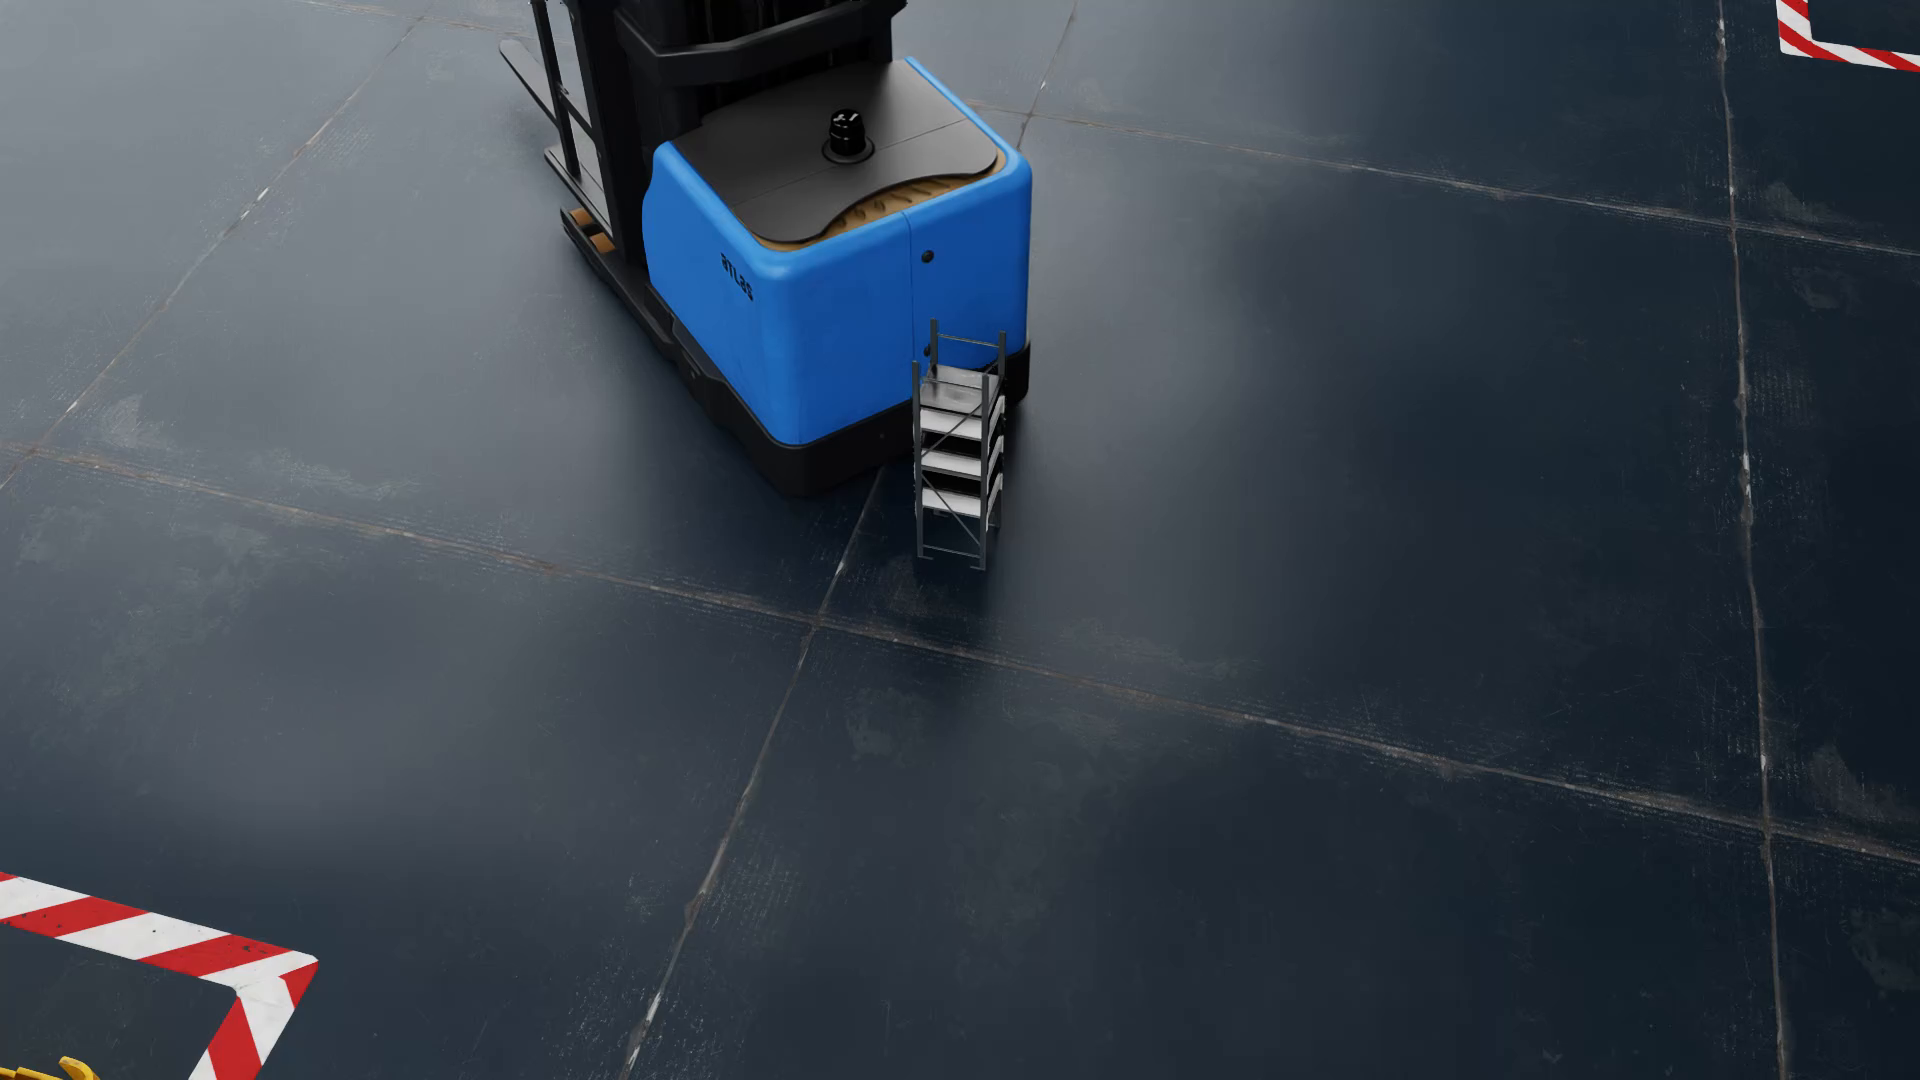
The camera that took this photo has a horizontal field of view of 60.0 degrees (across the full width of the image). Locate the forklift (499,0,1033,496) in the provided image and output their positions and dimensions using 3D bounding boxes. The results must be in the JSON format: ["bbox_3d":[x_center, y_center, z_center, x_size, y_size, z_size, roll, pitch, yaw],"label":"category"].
[{"bbox_3d":[-0.960,-2.212,5.747,1.130,2.935,3.031,-25,53,-21],"label":"forklift"}]

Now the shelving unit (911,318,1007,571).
[{"bbox_3d":[-0.002,-0.292,5.407,0.258,0.900,0.210,12,50,10],"label":"shelving unit"}]

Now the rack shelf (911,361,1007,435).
[{"bbox_3d":[-0.002,-0.449,5.230,0.258,0.077,0.200,12,50,10],"label":"rack shelf"}]

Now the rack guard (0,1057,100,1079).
[{"bbox_3d":[-2.651,1.437,4.149,1.175,0.500,0.348,12,50,10],"label":"rack guard"}]

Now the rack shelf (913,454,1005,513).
[{"bbox_3d":[-0.002,-0.210,5.500,0.258,0.077,0.200,12,50,10],"label":"rack shelf"}]

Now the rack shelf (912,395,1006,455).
[{"bbox_3d":[-0.002,-0.389,5.297,0.258,0.077,0.200,12,50,10],"label":"rack shelf"}]

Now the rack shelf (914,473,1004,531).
[{"bbox_3d":[-0.002,-0.151,5.567,0.258,0.077,0.200,12,50,10],"label":"rack shelf"}]

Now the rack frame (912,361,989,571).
[{"bbox_3d":[-0.029,-0.218,5.343,0.240,0.900,0.006,12,50,10],"label":"rack frame"}]

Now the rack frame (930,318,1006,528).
[{"bbox_3d":[0.025,-0.365,5.472,0.240,0.900,0.006,12,50,10],"label":"rack frame"}]

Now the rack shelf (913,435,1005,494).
[{"bbox_3d":[-0.002,-0.270,5.432,0.258,0.077,0.200,12,50,10],"label":"rack shelf"}]

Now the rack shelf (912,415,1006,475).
[{"bbox_3d":[-0.002,-0.329,5.365,0.258,0.077,0.200,12,50,10],"label":"rack shelf"}]
